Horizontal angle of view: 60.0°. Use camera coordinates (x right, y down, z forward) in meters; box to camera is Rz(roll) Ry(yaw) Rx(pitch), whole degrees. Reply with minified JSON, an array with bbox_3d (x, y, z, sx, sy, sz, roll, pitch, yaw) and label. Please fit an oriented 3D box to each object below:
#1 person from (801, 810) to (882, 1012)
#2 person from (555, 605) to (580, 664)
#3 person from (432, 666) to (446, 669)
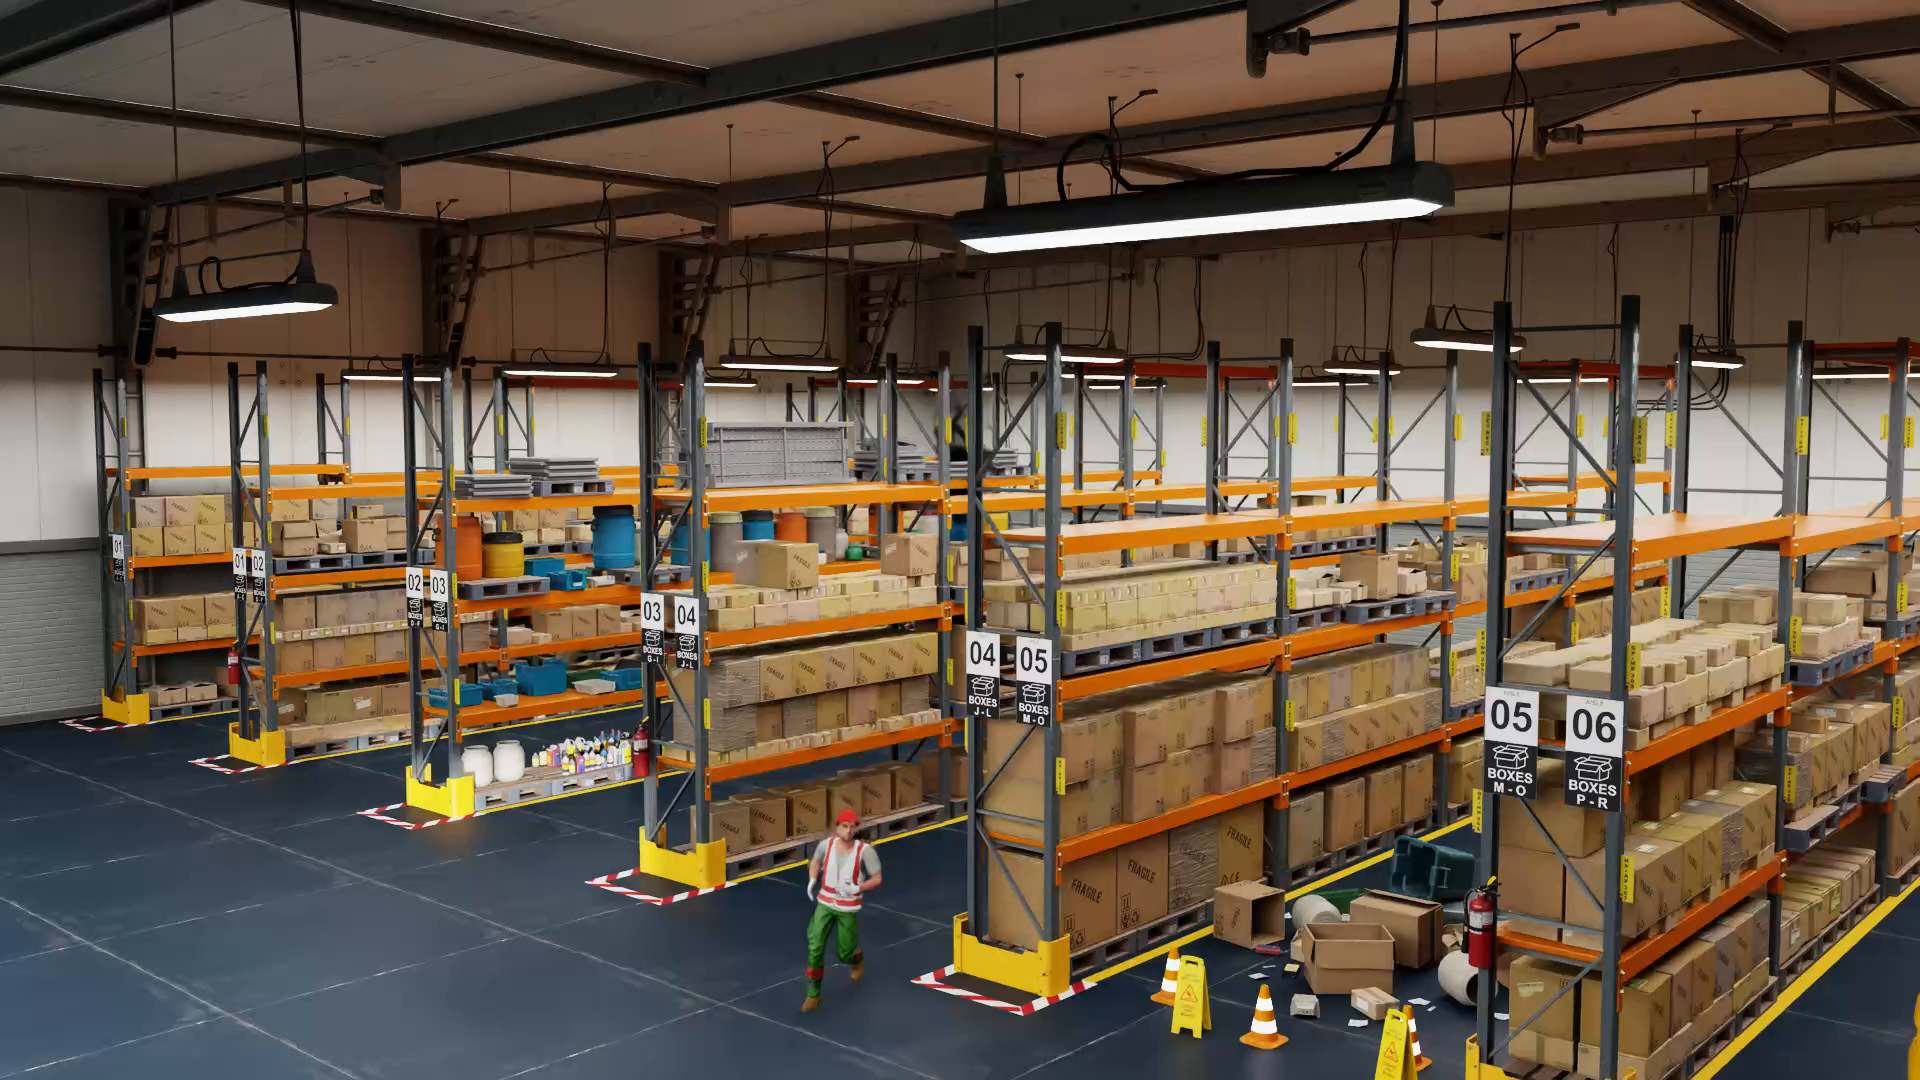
[{"bbox_3d":[-1.031,3.240,14.746,0.691,1.725,0.775,1,4,13],"label":"person"},{"bbox_3d":[-7.307,2.043,31.084,0.663,1.676,0.600,3,5,32],"label":"person"},{"bbox_3d":[-9.154,2.116,29.641,0.655,1.738,0.631,3,5,35],"label":"person"}]
